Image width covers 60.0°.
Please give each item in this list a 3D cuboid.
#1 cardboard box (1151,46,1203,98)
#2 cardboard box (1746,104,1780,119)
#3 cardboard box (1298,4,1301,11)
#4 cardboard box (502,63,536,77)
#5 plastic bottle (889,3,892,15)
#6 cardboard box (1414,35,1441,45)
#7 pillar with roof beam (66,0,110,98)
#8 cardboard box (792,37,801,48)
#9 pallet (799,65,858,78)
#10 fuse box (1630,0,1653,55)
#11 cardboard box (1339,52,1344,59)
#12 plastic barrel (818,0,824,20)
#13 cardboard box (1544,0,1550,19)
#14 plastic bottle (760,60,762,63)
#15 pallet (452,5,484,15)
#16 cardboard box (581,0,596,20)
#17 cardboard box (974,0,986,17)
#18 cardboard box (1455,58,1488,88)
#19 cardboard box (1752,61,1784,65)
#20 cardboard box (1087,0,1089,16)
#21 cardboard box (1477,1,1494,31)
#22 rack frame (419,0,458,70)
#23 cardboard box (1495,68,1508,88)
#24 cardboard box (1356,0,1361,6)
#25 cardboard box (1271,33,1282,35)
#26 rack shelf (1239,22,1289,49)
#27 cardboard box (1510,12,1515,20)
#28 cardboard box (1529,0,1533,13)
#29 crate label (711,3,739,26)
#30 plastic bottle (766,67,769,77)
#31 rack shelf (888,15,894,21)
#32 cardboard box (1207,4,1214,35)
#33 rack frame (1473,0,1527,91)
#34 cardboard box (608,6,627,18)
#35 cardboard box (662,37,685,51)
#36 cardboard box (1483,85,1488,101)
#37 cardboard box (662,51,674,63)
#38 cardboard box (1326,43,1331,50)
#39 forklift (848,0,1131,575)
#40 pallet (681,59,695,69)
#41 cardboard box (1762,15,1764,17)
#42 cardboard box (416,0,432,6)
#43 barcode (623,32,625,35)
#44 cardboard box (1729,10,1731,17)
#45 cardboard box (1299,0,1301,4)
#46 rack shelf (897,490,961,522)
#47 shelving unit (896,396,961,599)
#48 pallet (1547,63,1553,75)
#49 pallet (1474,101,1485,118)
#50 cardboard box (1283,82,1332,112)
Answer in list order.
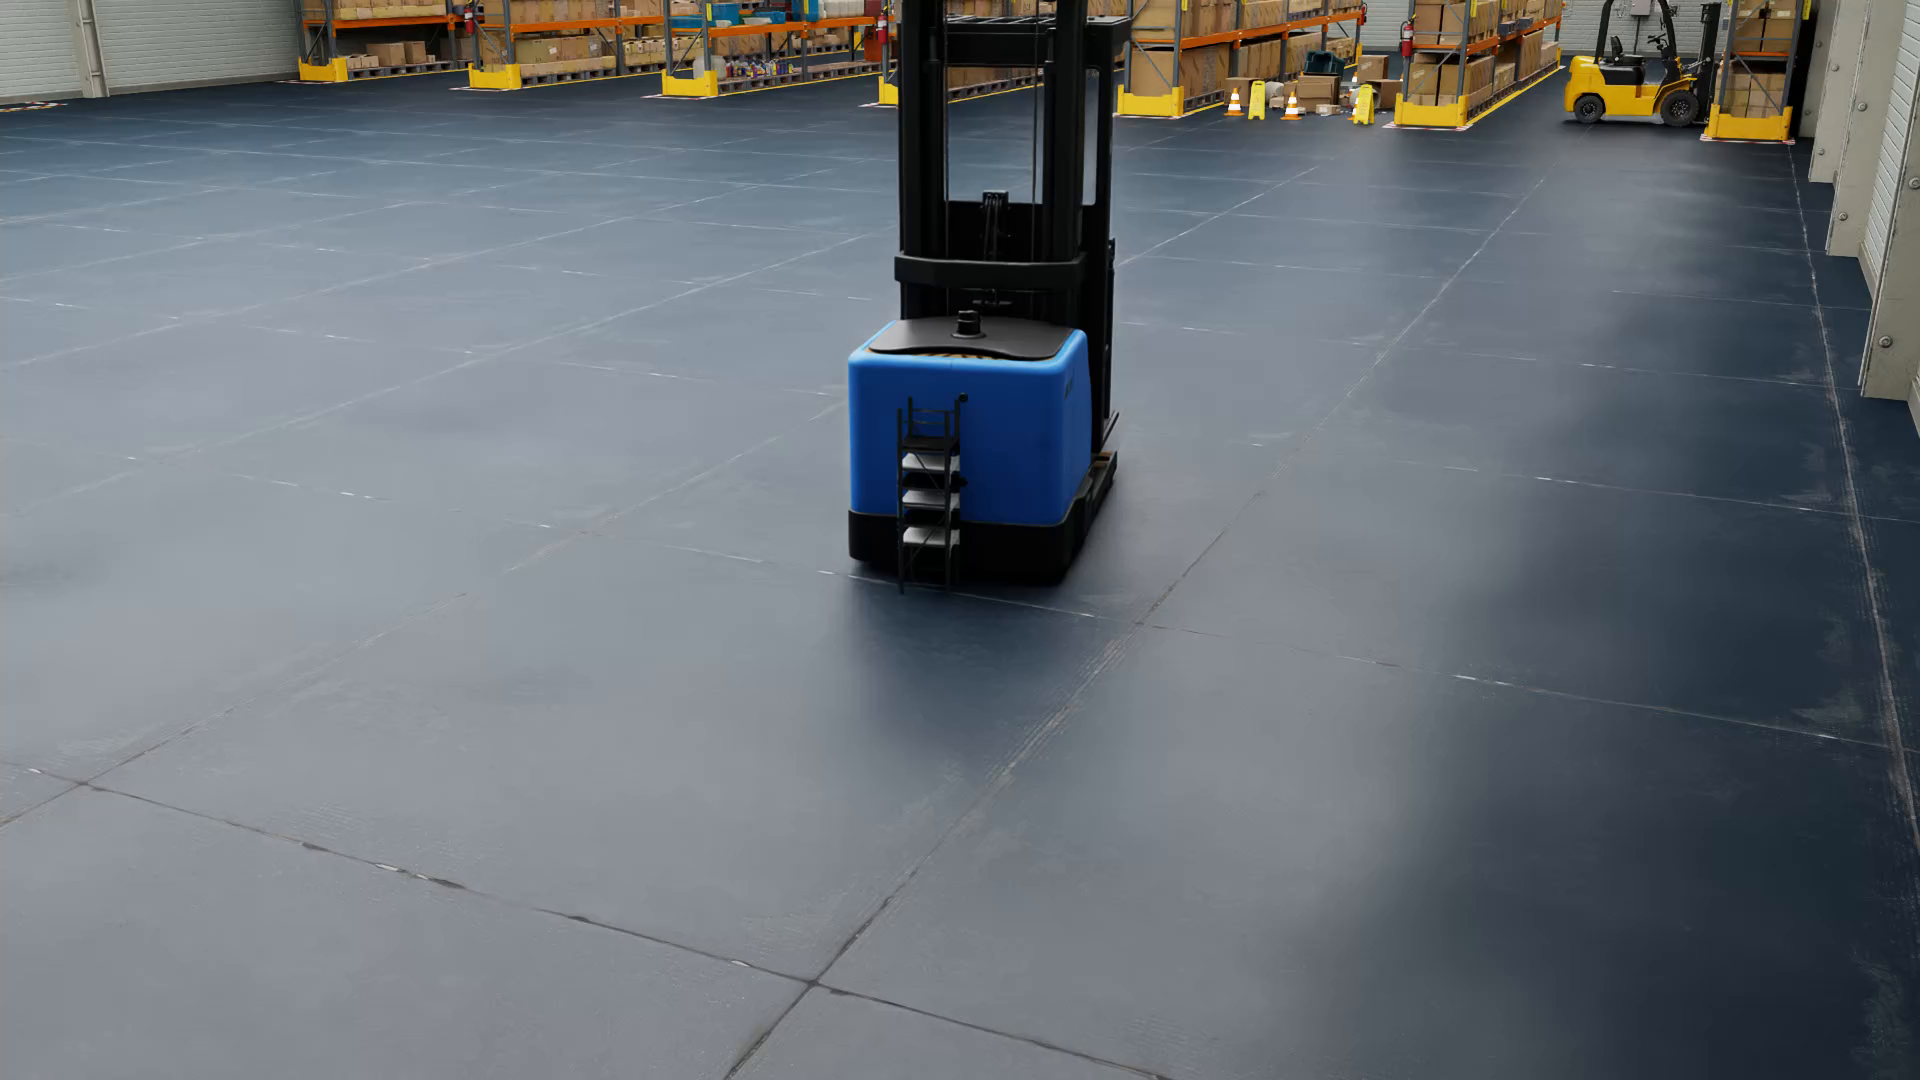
[{"bbox_3d":[4.037,-8.843,31.402,0.875,0.875,0.875,8,21,22],"label":"cardboard box"},{"bbox_3d":[12.928,-6.858,26.753,0.500,0.250,0.500,9,21,23],"label":"cardboard box"},{"bbox_3d":[7.541,-12.124,37.830,0.380,0.149,0.250,9,22,24],"label":"cardboard box"},{"bbox_3d":[-9.636,-10.268,36.342,0.500,0.250,0.500,9,21,23],"label":"cardboard box"},{"bbox_3d":[-1.720,-13.056,40.896,0.097,0.271,0.097,0,20,0],"label":"plastic bottle"},{"bbox_3d":[7.977,-8.538,28.374,0.380,0.149,0.250,9,22,25],"label":"cardboard box"},{"bbox_3d":[-13.611,-12.645,30.596,9.100,9.000,0.400,9,21,23],"label":"pillar with roof beam"},{"bbox_3d":[-4.775,-13.940,46.545,0.500,0.311,0.500,9,21,23],"label":"cardboard box"},{"bbox_3d":[-3.119,-11.080,39.310,1.003,0.211,1.213,9,21,23],"label":"pallet"},{"bbox_3d":[18.715,-14.190,45.817,0.539,1.711,0.414,9,21,23],"label":"fuse box"},{"bbox_3d":[9.522,-12.311,42.236,0.380,0.149,0.250,9,21,24],"label":"cardboard box"},{"bbox_3d":[-3.311,-12.101,37.815,0.433,0.535,0.433,0,20,0],"label":"plastic barrel"},{"bbox_3d":[13.364,-12.335,38.528,0.500,0.500,0.500,9,22,24],"label":"cardboard box"},{"bbox_3d":[-4.443,-10.548,37.048,0.061,0.283,0.133,9,21,23],"label":"plastic bottle"},{"bbox_3d":[-12.496,-13.257,41.556,1.003,0.211,1.213,9,21,23],"label":"pallet"},{"bbox_3d":[-8.806,-12.204,38.158,0.700,0.500,0.500,8,21,22],"label":"cardboard box"},{"bbox_3d":[0.025,-10.838,33.875,0.875,0.500,0.500,9,21,23],"label":"cardboard box"},{"bbox_3d":[9.245,-8.461,30.141,0.500,0.500,0.500,10,22,26],"label":"cardboard box"},{"bbox_3d":[14.162,-8.252,29.179,0.500,0.250,0.500,9,21,24],"label":"cardboard box"},{"bbox_3d":[2.701,-12.476,38.924,0.500,0.500,0.500,9,22,24],"label":"cardboard box"},{"bbox_3d":[9.289,-9.435,29.928,0.500,0.500,0.500,9,22,24],"label":"cardboard box"},{"bbox_3d":[-12.941,-13.134,40.923,1.000,3.000,0.127,9,21,23],"label":"rack frame"},{"bbox_3d":[10.444,-9.288,33.405,0.950,0.372,0.625,9,22,24],"label":"cardboard box"},{"bbox_3d":[10.064,-14.066,42.951,0.500,0.500,0.500,9,21,24],"label":"cardboard box"},{"bbox_3d":[7.403,-11.694,38.860,0.500,0.250,0.500,9,22,25],"label":"cardboard box"},{"bbox_3d":[5.918,-10.656,35.028,1.077,0.370,4.000,9,21,23],"label":"rack shelf"},{"bbox_3d":[10.730,-10.335,32.800,0.380,0.149,0.250,9,22,25],"label":"cardboard box"},{"bbox_3d":[11.940,-11.402,35.530,0.500,0.250,0.500,9,22,24],"label":"cardboard box"},{"bbox_3d":[-5.034,-11.168,35.342,0.502,0.435,0.616,9,21,23],"label":"crate label"},{"bbox_3d":[-4.208,-10.180,36.138,0.097,0.201,0.097,0,20,0],"label":"plastic bottle"},{"bbox_3d":[-1.446,-13.270,42.378,1.077,0.370,4.000,9,21,23],"label":"rack shelf"},{"bbox_3d":[4.300,-9.844,31.447,0.875,0.550,0.500,9,21,23],"label":"cardboard box"},{"bbox_3d":[11.295,-10.958,34.804,1.000,3.000,0.127,9,21,23],"label":"rack frame"},{"bbox_3d":[-8.259,-12.541,39.480,0.500,0.250,0.500,10,22,26],"label":"cardboard box"},{"bbox_3d":[-7.188,-12.337,41.322,0.500,0.311,0.500,8,21,22],"label":"cardboard box"},{"bbox_3d":[9.451,-8.256,30.683,0.500,0.250,0.500,8,21,21],"label":"cardboard box"},{"bbox_3d":[-7.400,-11.917,40.978,0.500,0.250,0.500,9,21,24],"label":"cardboard box"},{"bbox_3d":[8.872,-12.117,40.803,0.380,0.149,0.250,10,22,25],"label":"cardboard box"},{"bbox_3d":[0.279,-1.676,8.808,1.130,2.935,3.031,4,20,12],"label":"forklift"},{"bbox_3d":[-7.155,-12.118,42.228,1.003,0.211,1.213,9,21,23],"label":"pallet"},{"bbox_3d":[12.941,-8.380,27.406,0.500,0.500,0.500,8,21,22],"label":"cardboard box"},{"bbox_3d":[-13.052,-13.086,39.862,0.500,0.500,0.500,8,21,22],"label":"cardboard box"},{"bbox_3d":[-7.936,-11.958,39.258,0.001,0.075,0.075,9,21,23],"label":"barcode"},{"bbox_3d":[15.744,-10.611,33.577,0.380,0.149,0.250,9,21,24],"label":"cardboard box"},{"bbox_3d":[7.540,-12.264,37.782,0.380,0.149,0.250,9,21,23],"label":"cardboard box"},{"bbox_3d":[-0.143,-0.161,7.679,0.258,0.077,0.200,4,20,12],"label":"rack shelf"},{"bbox_3d":[-0.143,-0.193,7.668,0.258,0.900,0.210,4,20,12],"label":"shelving unit"},{"bbox_3d":[13.814,-11.463,40.385,1.003,0.211,1.213,9,21,23],"label":"pallet"},{"bbox_3d":[8.916,-7.837,30.190,1.003,0.211,1.213,9,21,23],"label":"pallet"},{"bbox_3d":[6.428,-8.220,30.832,0.797,0.503,0.637,-5,20,-15],"label":"cardboard box"}]
